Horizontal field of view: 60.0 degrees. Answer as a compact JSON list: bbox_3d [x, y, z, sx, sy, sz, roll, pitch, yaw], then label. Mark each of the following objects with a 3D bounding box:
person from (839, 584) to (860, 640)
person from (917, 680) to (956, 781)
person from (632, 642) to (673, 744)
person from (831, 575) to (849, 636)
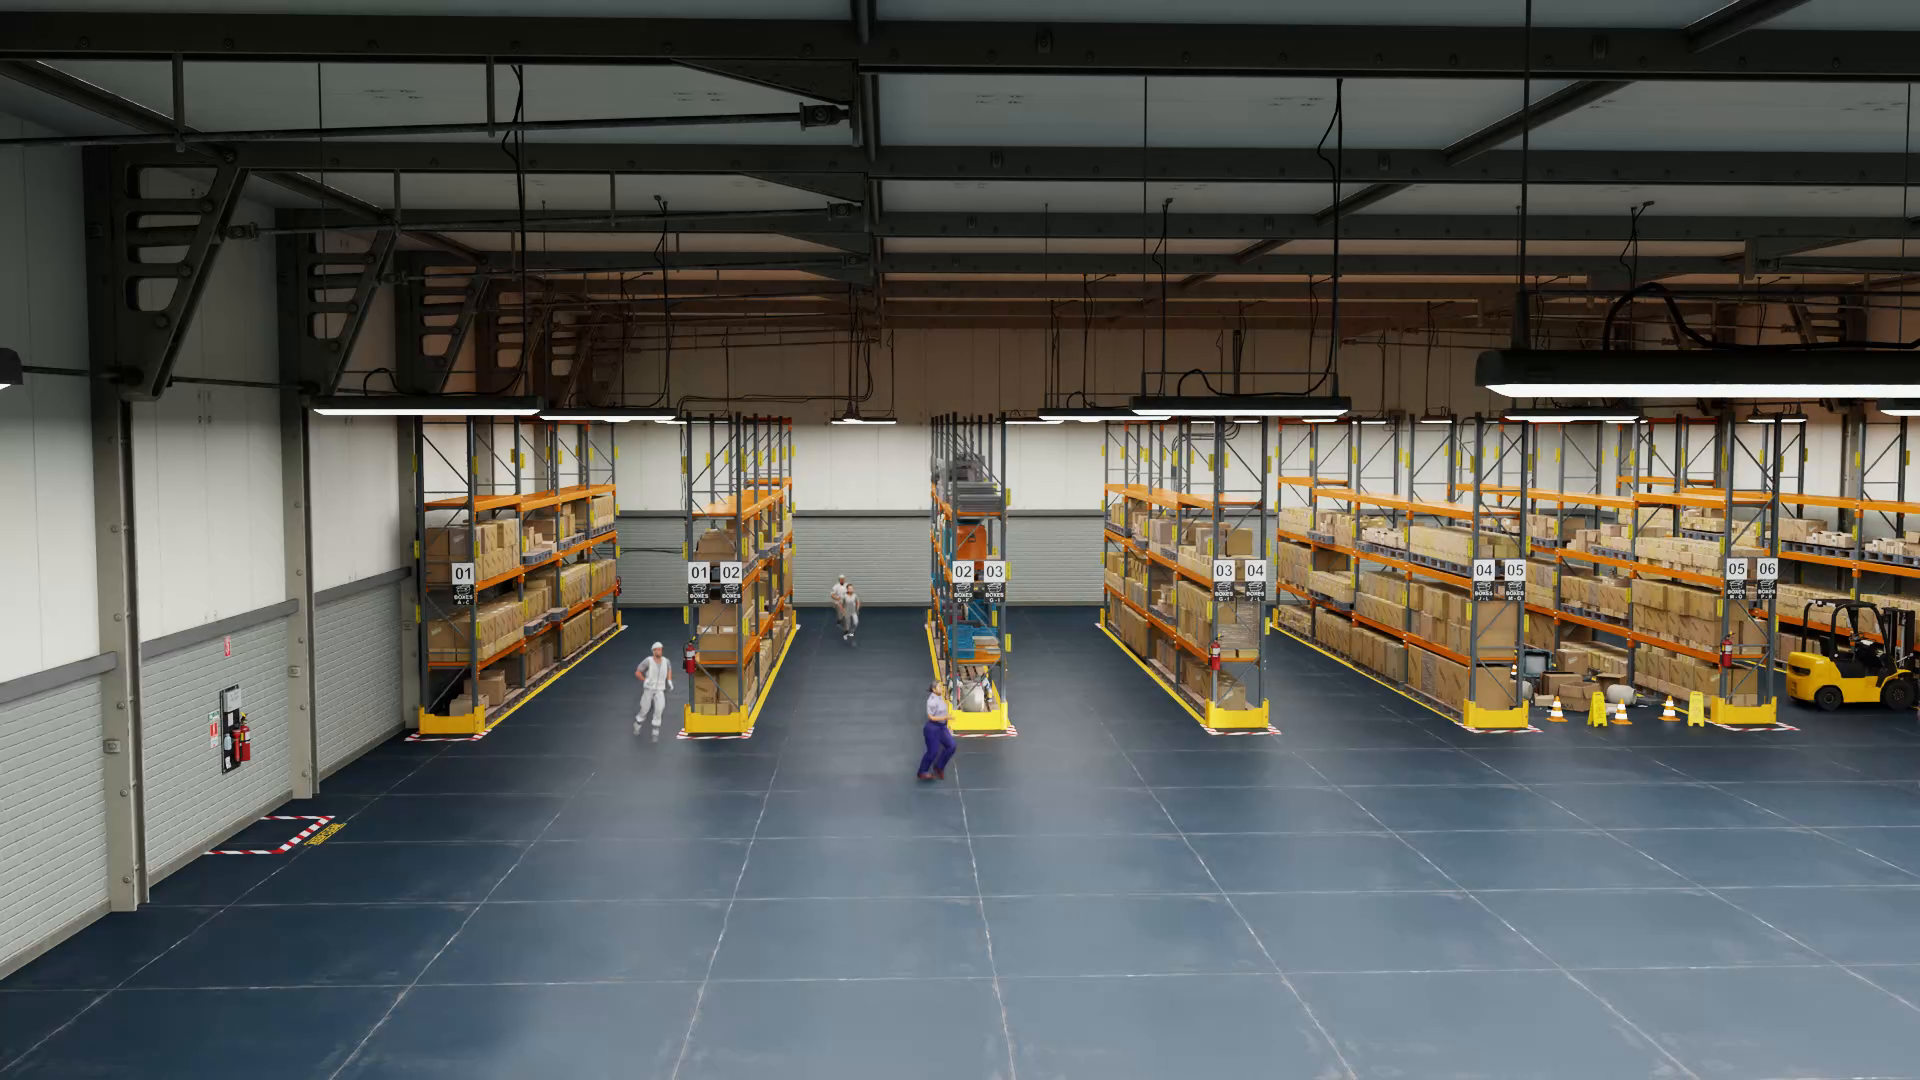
[{"bbox_3d":[-2.856,1.882,43.353,0.574,1.471,0.791,-1,4,-18],"label":"person"},{"bbox_3d":[-0.366,3.089,26.839,0.685,1.662,0.580,2,4,21],"label":"person"},{"bbox_3d":[-5.566,2.760,30.367,0.722,1.783,0.932,-2,4,-26],"label":"person"},{"bbox_3d":[-3.258,1.790,45.988,0.619,1.662,0.829,-1,4,-16],"label":"person"}]
